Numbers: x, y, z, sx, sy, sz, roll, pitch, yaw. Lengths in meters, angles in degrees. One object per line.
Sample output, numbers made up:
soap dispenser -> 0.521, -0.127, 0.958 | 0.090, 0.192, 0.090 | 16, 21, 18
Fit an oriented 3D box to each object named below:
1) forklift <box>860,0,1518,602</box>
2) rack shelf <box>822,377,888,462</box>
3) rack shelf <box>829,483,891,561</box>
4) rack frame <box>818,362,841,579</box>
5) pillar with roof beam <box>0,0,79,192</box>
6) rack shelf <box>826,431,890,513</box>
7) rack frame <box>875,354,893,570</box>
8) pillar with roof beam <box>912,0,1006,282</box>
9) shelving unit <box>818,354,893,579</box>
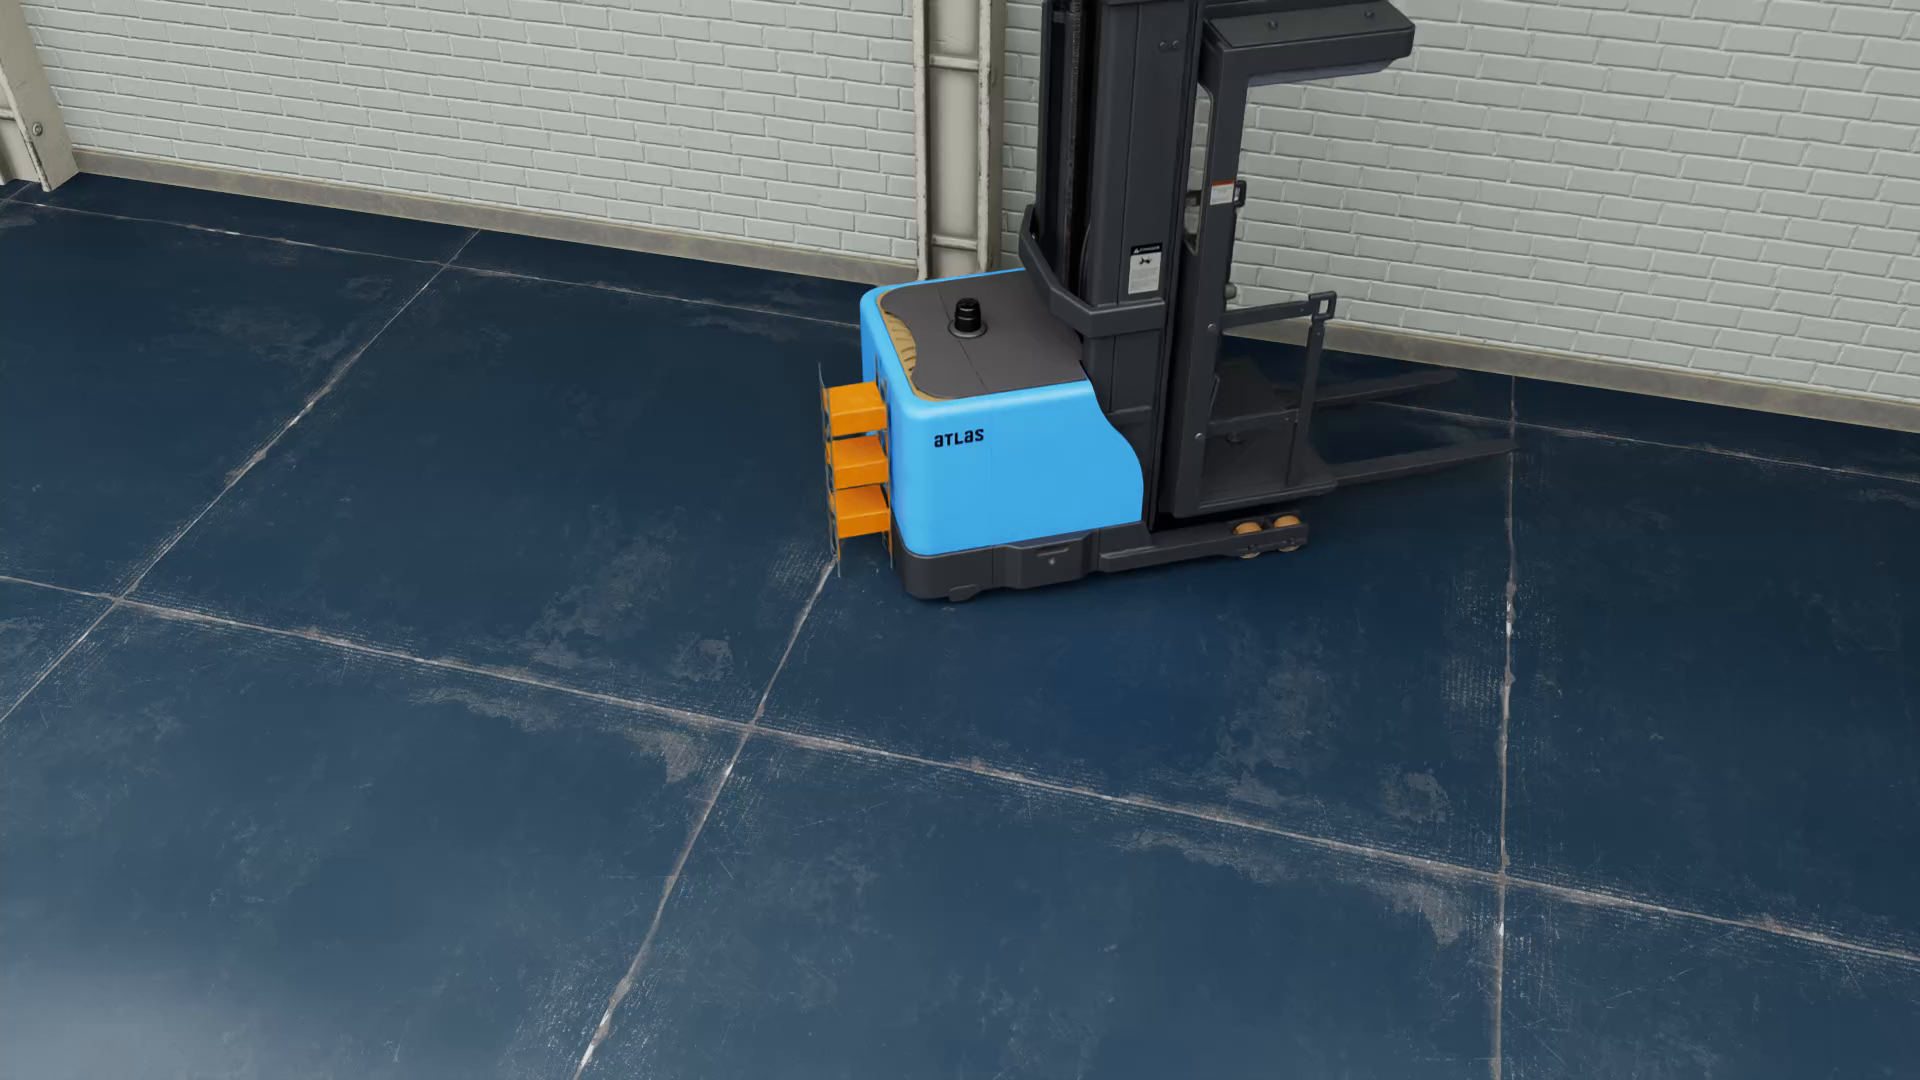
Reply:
forklift -> 1.114, -1.359, 7.090 | 3.031, 2.935, 1.130 | -9, 41, -11
rack shelf -> -0.451, -0.517, 7.124 | 0.240, 0.259, 0.215 | -9, 41, -11
rack shelf -> -0.451, -0.086, 7.485 | 0.240, 0.259, 0.215 | -9, 41, -11
rack frame -> -0.569, -0.288, 7.277 | 0.008, 1.050, 0.200 | -9, 41, -11
pillar with roof beam -> -6.912, -3.062, 4.399 | 0.400, 9.000, 9.100 | 10, 41, 11
rack shelf -> -0.451, -0.299, 7.306 | 0.240, 0.259, 0.215 | -9, 41, -11
rack frame -> -0.333, -0.327, 7.323 | 0.008, 1.050, 0.200 | -9, 41, -11
pillar with roof beam -> -1.116, -2.065, 3.212 | 0.400, 9.000, 9.100 | 10, 41, 11
shelving unit -> -0.451, -0.307, 7.300 | 0.252, 1.050, 0.215 | -9, 41, -11
